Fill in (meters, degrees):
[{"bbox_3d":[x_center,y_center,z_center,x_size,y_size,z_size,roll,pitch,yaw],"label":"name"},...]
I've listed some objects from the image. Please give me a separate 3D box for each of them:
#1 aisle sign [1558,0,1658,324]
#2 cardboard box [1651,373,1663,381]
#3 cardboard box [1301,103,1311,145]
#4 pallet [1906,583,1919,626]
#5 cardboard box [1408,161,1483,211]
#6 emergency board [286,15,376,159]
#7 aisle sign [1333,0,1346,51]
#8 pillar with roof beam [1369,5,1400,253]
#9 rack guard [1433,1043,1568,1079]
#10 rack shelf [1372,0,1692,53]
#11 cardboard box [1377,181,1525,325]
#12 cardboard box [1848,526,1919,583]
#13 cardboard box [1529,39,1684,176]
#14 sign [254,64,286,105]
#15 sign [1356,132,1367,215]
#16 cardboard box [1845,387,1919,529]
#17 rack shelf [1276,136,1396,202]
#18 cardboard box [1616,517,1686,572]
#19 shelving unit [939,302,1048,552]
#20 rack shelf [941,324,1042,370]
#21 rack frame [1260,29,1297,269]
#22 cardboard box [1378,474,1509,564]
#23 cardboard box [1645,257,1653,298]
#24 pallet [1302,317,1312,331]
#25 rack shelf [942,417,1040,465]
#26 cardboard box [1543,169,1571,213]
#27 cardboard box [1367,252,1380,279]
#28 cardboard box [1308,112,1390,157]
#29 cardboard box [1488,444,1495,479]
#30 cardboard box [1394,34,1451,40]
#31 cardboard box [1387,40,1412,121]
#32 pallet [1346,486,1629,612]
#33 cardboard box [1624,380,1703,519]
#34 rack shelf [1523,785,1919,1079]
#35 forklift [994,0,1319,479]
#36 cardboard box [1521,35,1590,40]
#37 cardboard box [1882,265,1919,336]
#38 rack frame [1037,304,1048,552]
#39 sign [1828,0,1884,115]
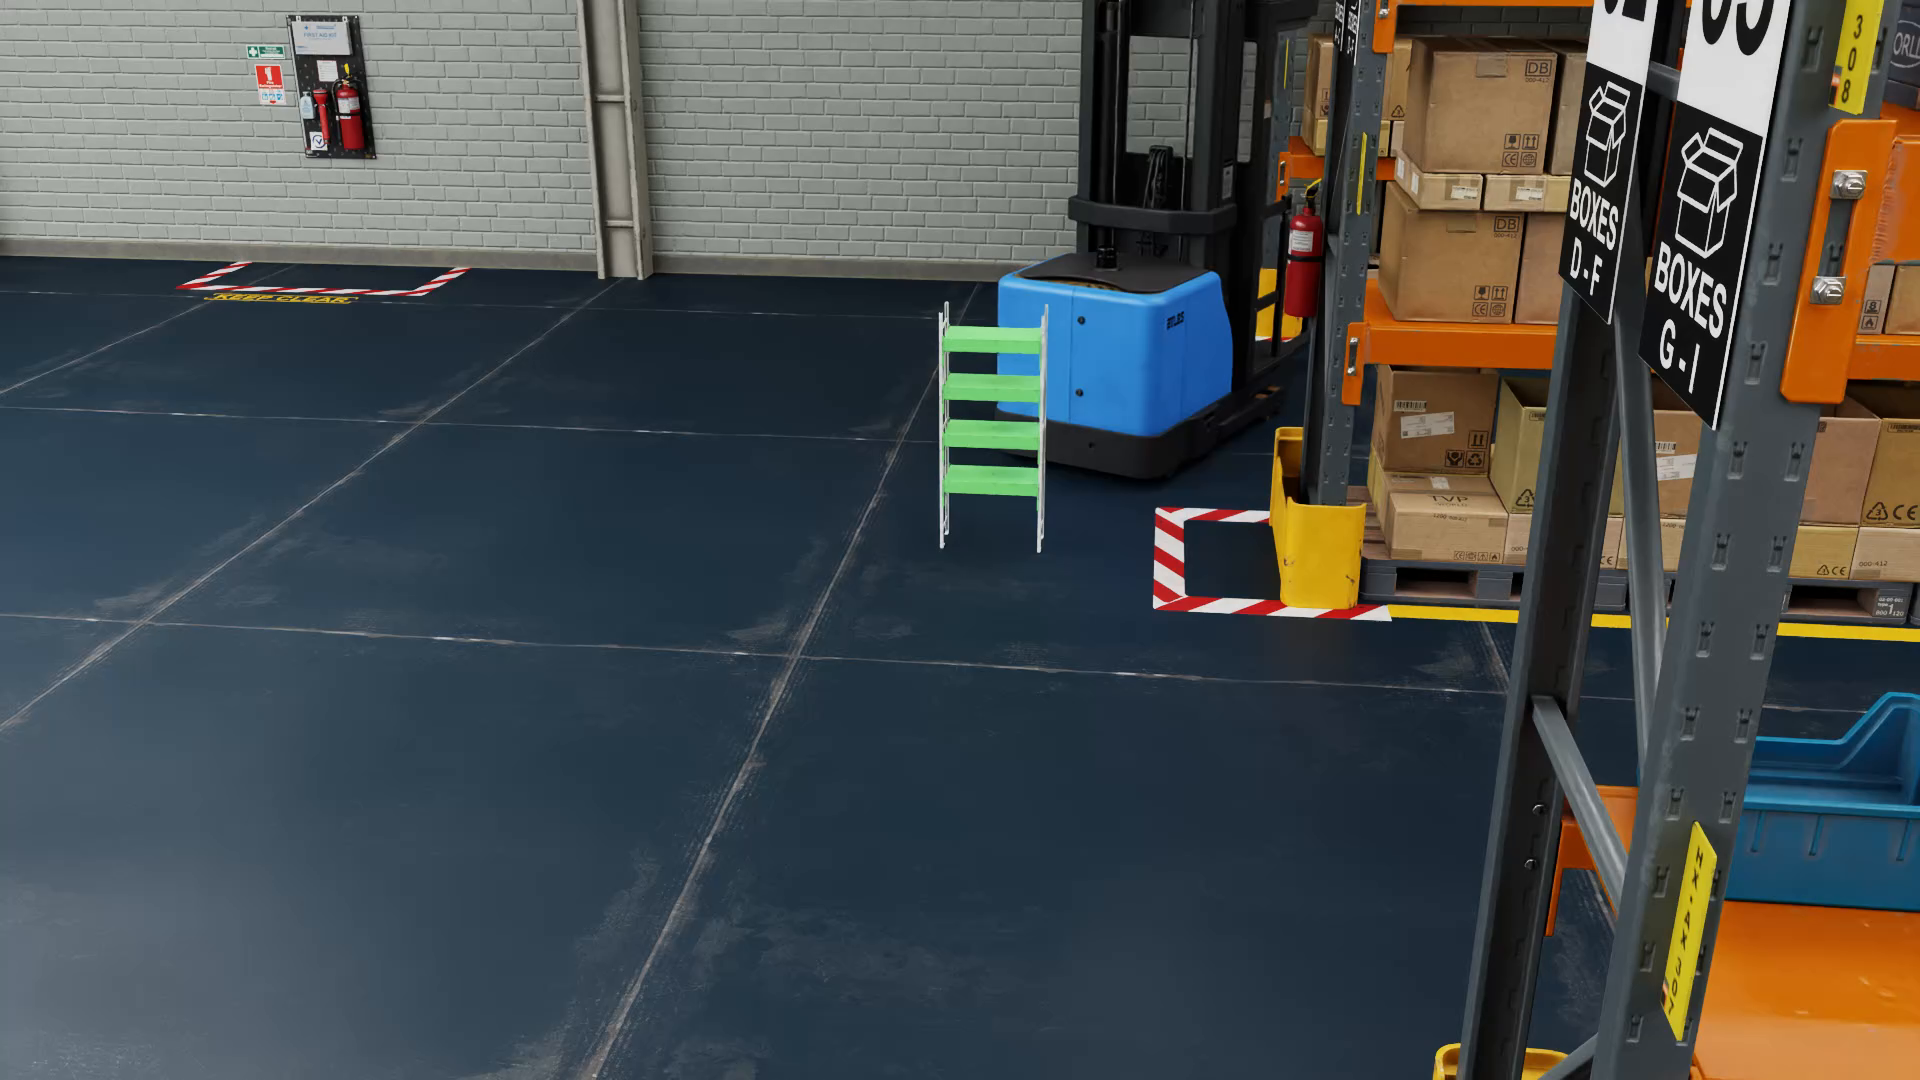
[{"bbox_3d":[1.124,-0.804,2.858,0.004,0.787,0.394,2,22,6],"label":"aisle sign"},{"bbox_3d":[3.310,-0.605,8.038,0.500,0.500,0.500,2,22,6],"label":"cardboard box"},{"bbox_3d":[2.814,-3.091,12.355,0.500,0.250,0.500,3,22,7],"label":"cardboard box"},{"bbox_3d":[4.935,0.128,7.828,1.213,0.211,1.003,2,22,6],"label":"pallet"},{"bbox_3d":[2.112,-1.544,7.248,0.250,0.149,0.380,2,22,6],"label":"cardboard box"},{"bbox_3d":[-5.284,-3.767,13.887,0.643,1.169,0.194,2,22,6],"label":"emergency board"},{"bbox_3d":[1.717,-2.611,7.428,0.004,0.787,0.394,2,22,6],"label":"aisle sign"},{"bbox_3d":[2.617,-4.604,7.846,0.400,9.000,9.100,2,22,6],"label":"pillar with roof beam"},{"bbox_3d":[1.242,1.665,3.548,0.348,0.500,1.175,2,22,6],"label":"rack guard"},{"bbox_3d":[3.733,-2.266,6.990,4.000,0.370,1.077,2,22,6],"label":"rack shelf"},{"bbox_3d":[2.209,-1.314,7.546,0.500,0.500,0.700,3,22,6],"label":"cardboard box"},{"bbox_3d":[4.240,-0.017,7.572,0.500,0.250,0.500,2,22,6],"label":"cardboard box"},{"bbox_3d":[2.785,-1.894,7.250,0.500,0.500,0.700,2,22,5],"label":"cardboard box"},{"bbox_3d":[-5.821,-3.845,14.037,0.234,0.329,0.001,2,22,6],"label":"sign"},{"bbox_3d":[1.676,-1.529,6.942,0.005,0.325,0.100,2,22,6],"label":"sign"},{"bbox_3d":[4.241,-0.371,7.446,0.500,0.500,0.500,2,22,6],"label":"cardboard box"},{"bbox_3d":[4.313,-2.680,12.116,4.000,0.370,1.077,2,22,6],"label":"rack shelf"},{"bbox_3d":[3.247,-0.062,7.685,0.500,0.250,0.500,2,22,6],"label":"cardboard box"},{"bbox_3d":[0.164,-0.551,8.201,0.503,1.200,0.258,2,22,6],"label":"shelving unit"},{"bbox_3d":[0.164,-0.938,8.048,0.480,0.148,0.258,2,22,6],"label":"rack shelf"},{"bbox_3d":[2.327,-3.101,12.203,0.127,3.000,1.000,2,22,6],"label":"rack frame"},{"bbox_3d":[2.254,-0.104,7.792,0.500,0.250,0.500,2,22,6],"label":"cardboard box"},{"bbox_3d":[3.224,-1.269,7.434,0.500,0.500,0.700,3,22,7],"label":"cardboard box"},{"bbox_3d":[3.205,-1.753,12.586,1.213,0.211,1.003,2,22,6],"label":"pallet"},{"bbox_3d":[0.164,-0.491,8.225,0.480,0.148,0.258,2,22,6],"label":"rack shelf"},{"bbox_3d":[2.622,-1.523,7.193,0.250,0.149,0.380,3,22,7],"label":"cardboard box"},{"bbox_3d":[3.003,-1.992,12.457,0.500,0.311,0.500,0,22,0],"label":"cardboard box"},{"bbox_3d":[2.774,-2.903,11.880,0.500,0.250,0.500,2,22,5],"label":"cardboard box"},{"bbox_3d":[2.813,-0.276,8.227,0.500,0.250,0.500,2,22,6],"label":"cardboard box"},{"bbox_3d":[3.318,-3.421,12.169,0.500,0.500,0.500,3,22,7],"label":"cardboard box"},{"bbox_3d":[3.255,-3.234,11.696,0.500,0.500,0.500,3,22,6],"label":"cardboard box"},{"bbox_3d":[2.512,0.023,8.095,1.213,0.211,1.003,2,22,6],"label":"pallet"},{"bbox_3d":[3.249,-0.415,7.558,0.500,0.500,0.500,2,22,6],"label":"cardboard box"},{"bbox_3d":[3.147,0.937,2.967,4.000,0.370,1.077,2,22,6],"label":"rack shelf"},{"bbox_3d":[1.406,-2.188,9.987,1.130,2.935,3.031,13,25,30],"label":"forklift"},{"bbox_3d":[4.332,-3.378,12.062,0.500,0.500,0.500,3,22,7],"label":"cardboard box"},{"bbox_3d":[4.256,-1.226,7.325,0.500,0.500,0.700,3,22,7],"label":"cardboard box"},{"bbox_3d":[0.407,-0.540,8.174,0.015,1.200,0.240,2,22,6],"label":"rack frame"},{"bbox_3d":[1.092,-0.682,1.993,0.005,0.325,0.100,2,22,6],"label":"sign"}]
